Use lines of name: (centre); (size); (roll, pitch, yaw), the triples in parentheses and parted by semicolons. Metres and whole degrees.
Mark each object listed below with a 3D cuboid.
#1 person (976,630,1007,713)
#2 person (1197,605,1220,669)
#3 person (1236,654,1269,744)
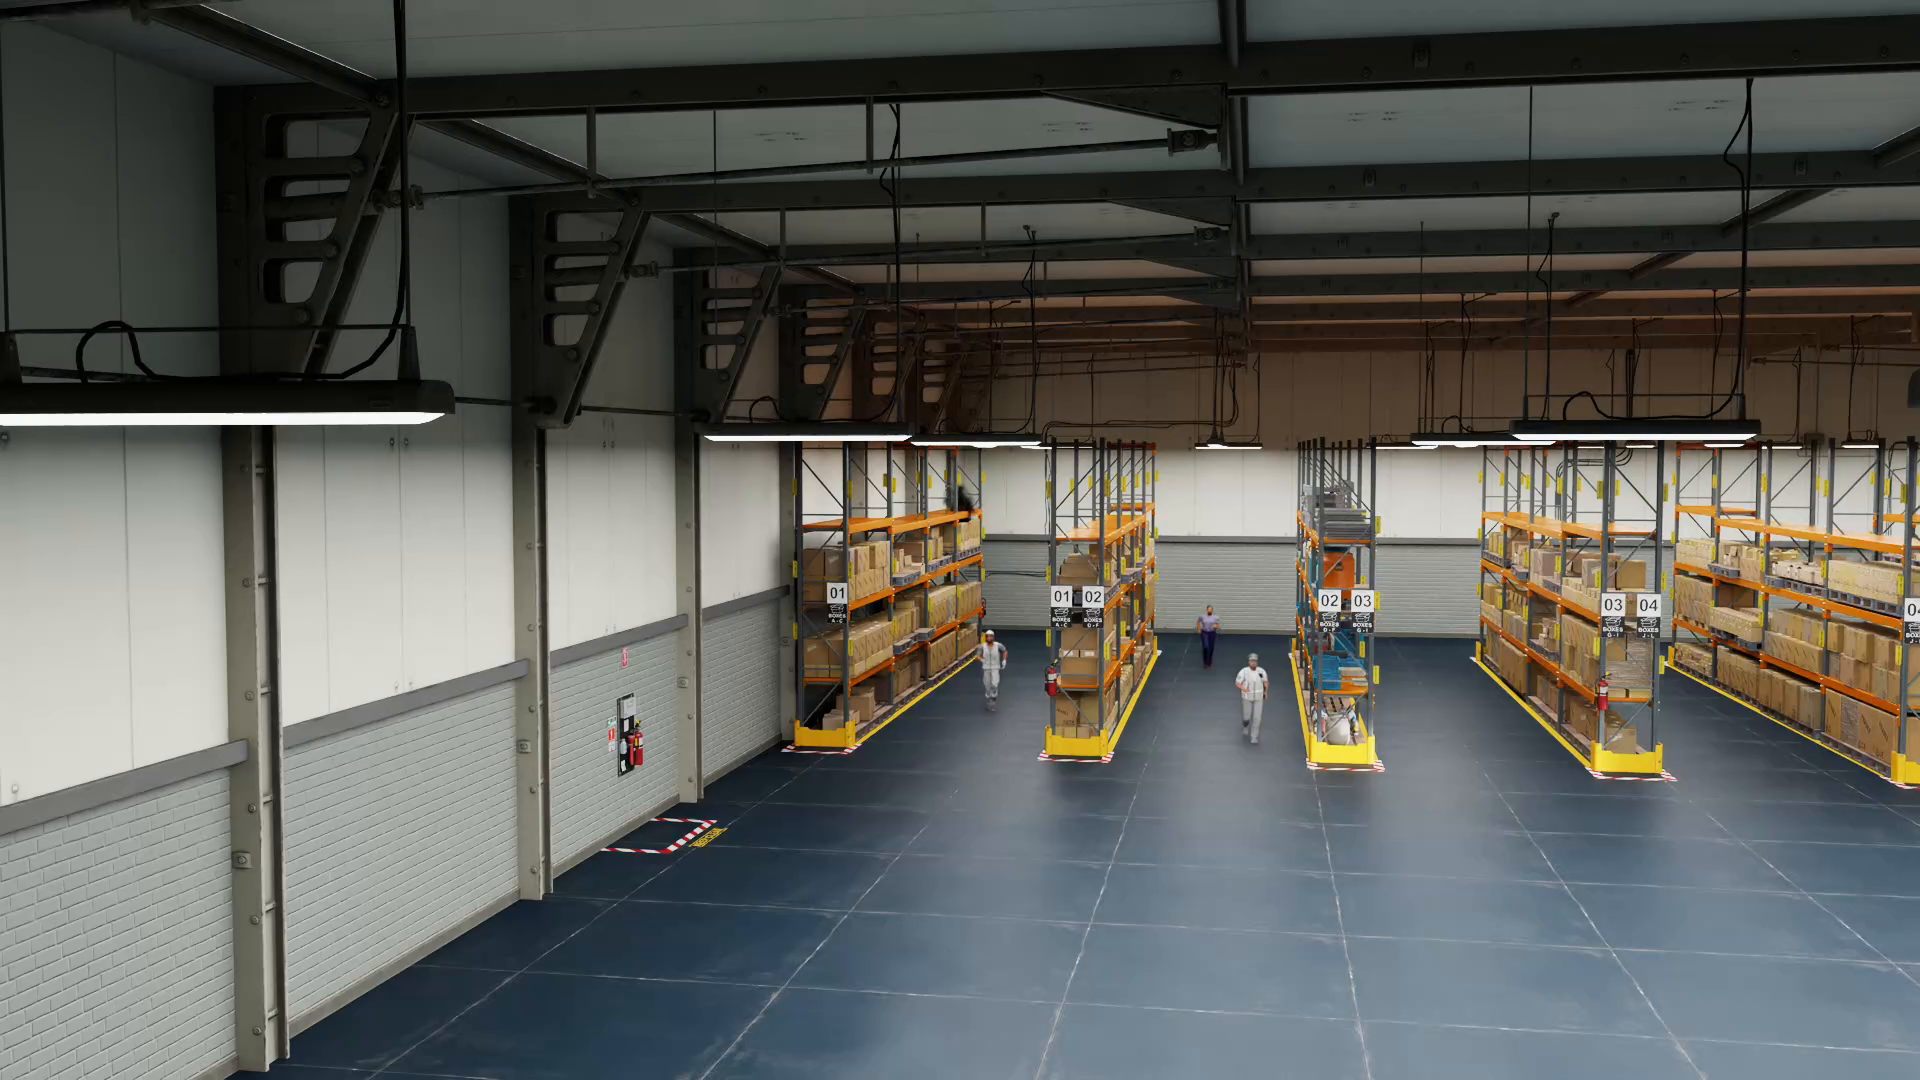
person: (0.687, 2.897, 36.780); (0.661, 1.812, 0.756); (0, 3, 9)
person: (6.610, 2.573, 44.159); (0.571, 1.707, 0.823); (0, 3, -1)
person: (5.780, 3.106, 32.859); (0.668, 1.749, 0.741); (0, 3, 1)
